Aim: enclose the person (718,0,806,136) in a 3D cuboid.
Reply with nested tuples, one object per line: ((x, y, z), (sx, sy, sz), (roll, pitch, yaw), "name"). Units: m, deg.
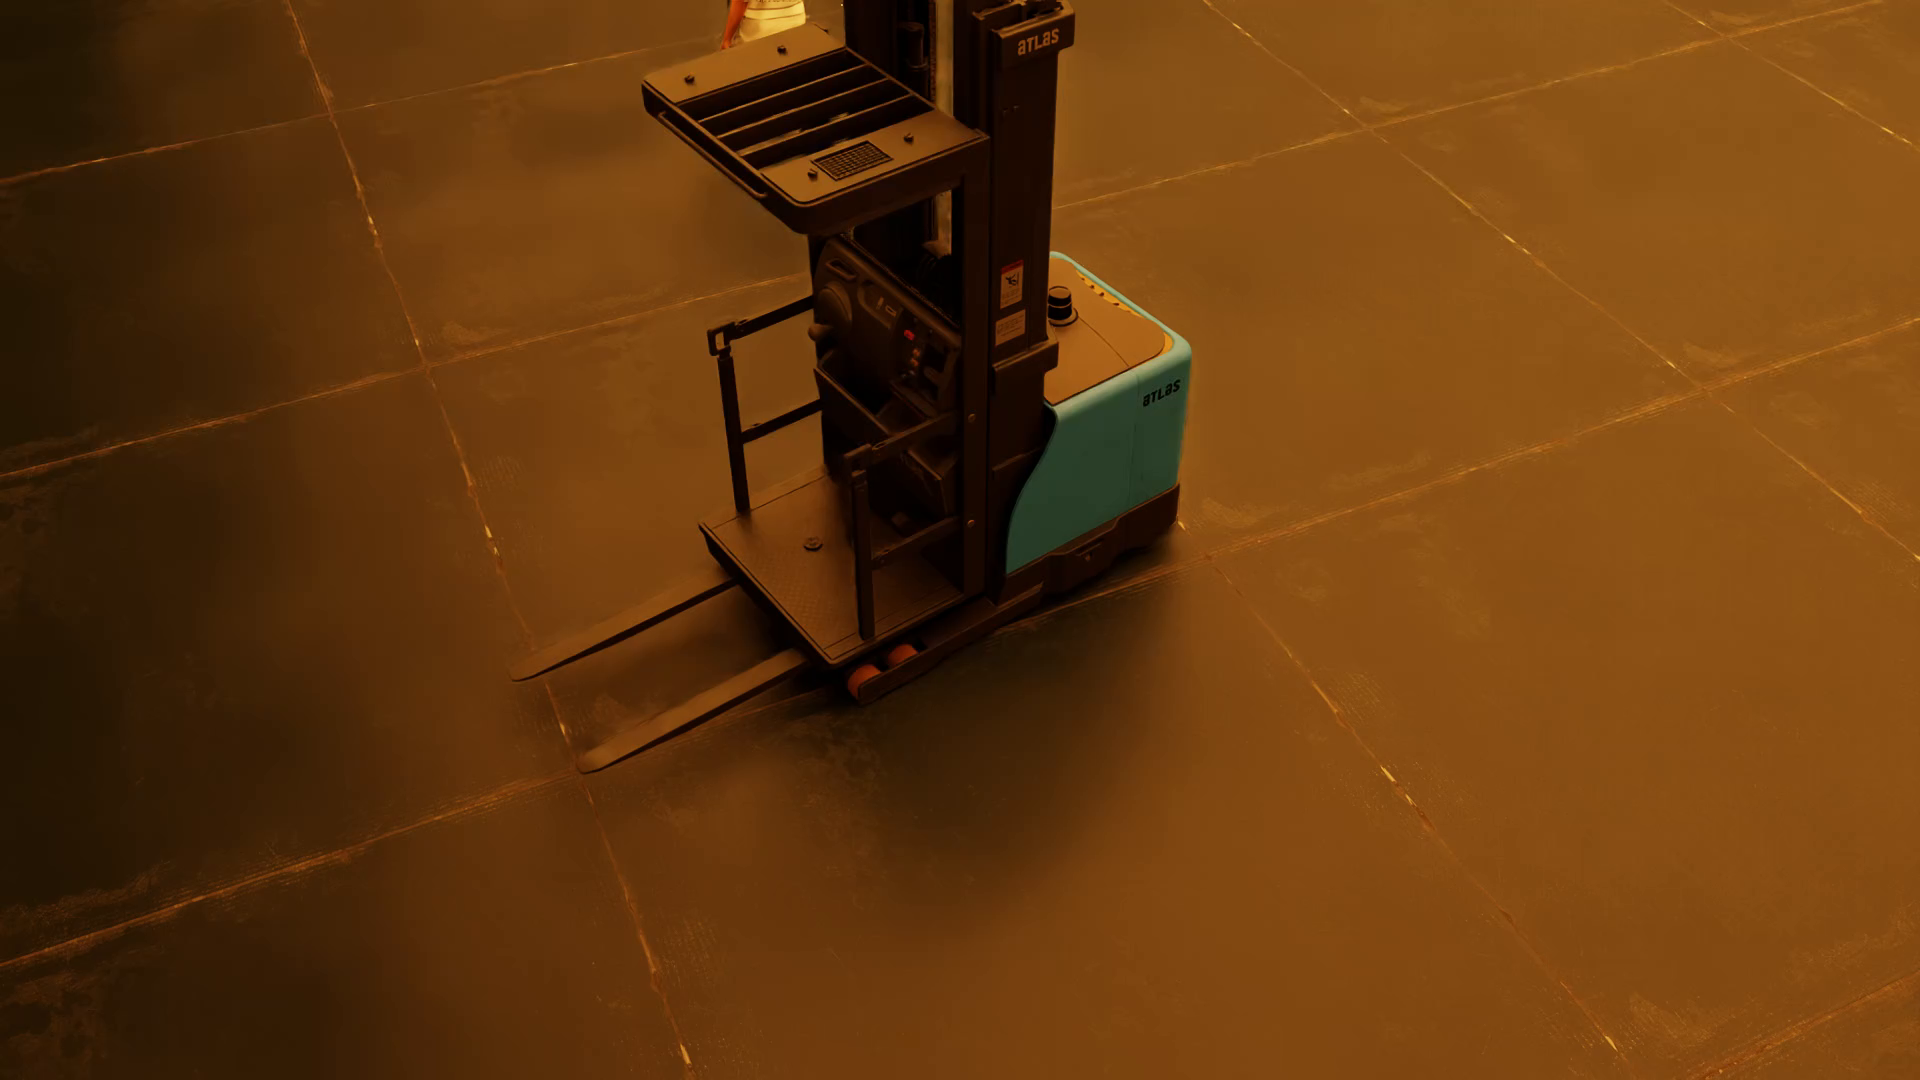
((-1.183, -3.082, 9.998), (0.745, 1.572, 0.567), (-21, 47, -21), "person")

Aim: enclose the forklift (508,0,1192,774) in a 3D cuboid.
((-0.467, -0.790, 6.527), (3.031, 2.935, 1.130), (-27, 49, -26), "forklift")
